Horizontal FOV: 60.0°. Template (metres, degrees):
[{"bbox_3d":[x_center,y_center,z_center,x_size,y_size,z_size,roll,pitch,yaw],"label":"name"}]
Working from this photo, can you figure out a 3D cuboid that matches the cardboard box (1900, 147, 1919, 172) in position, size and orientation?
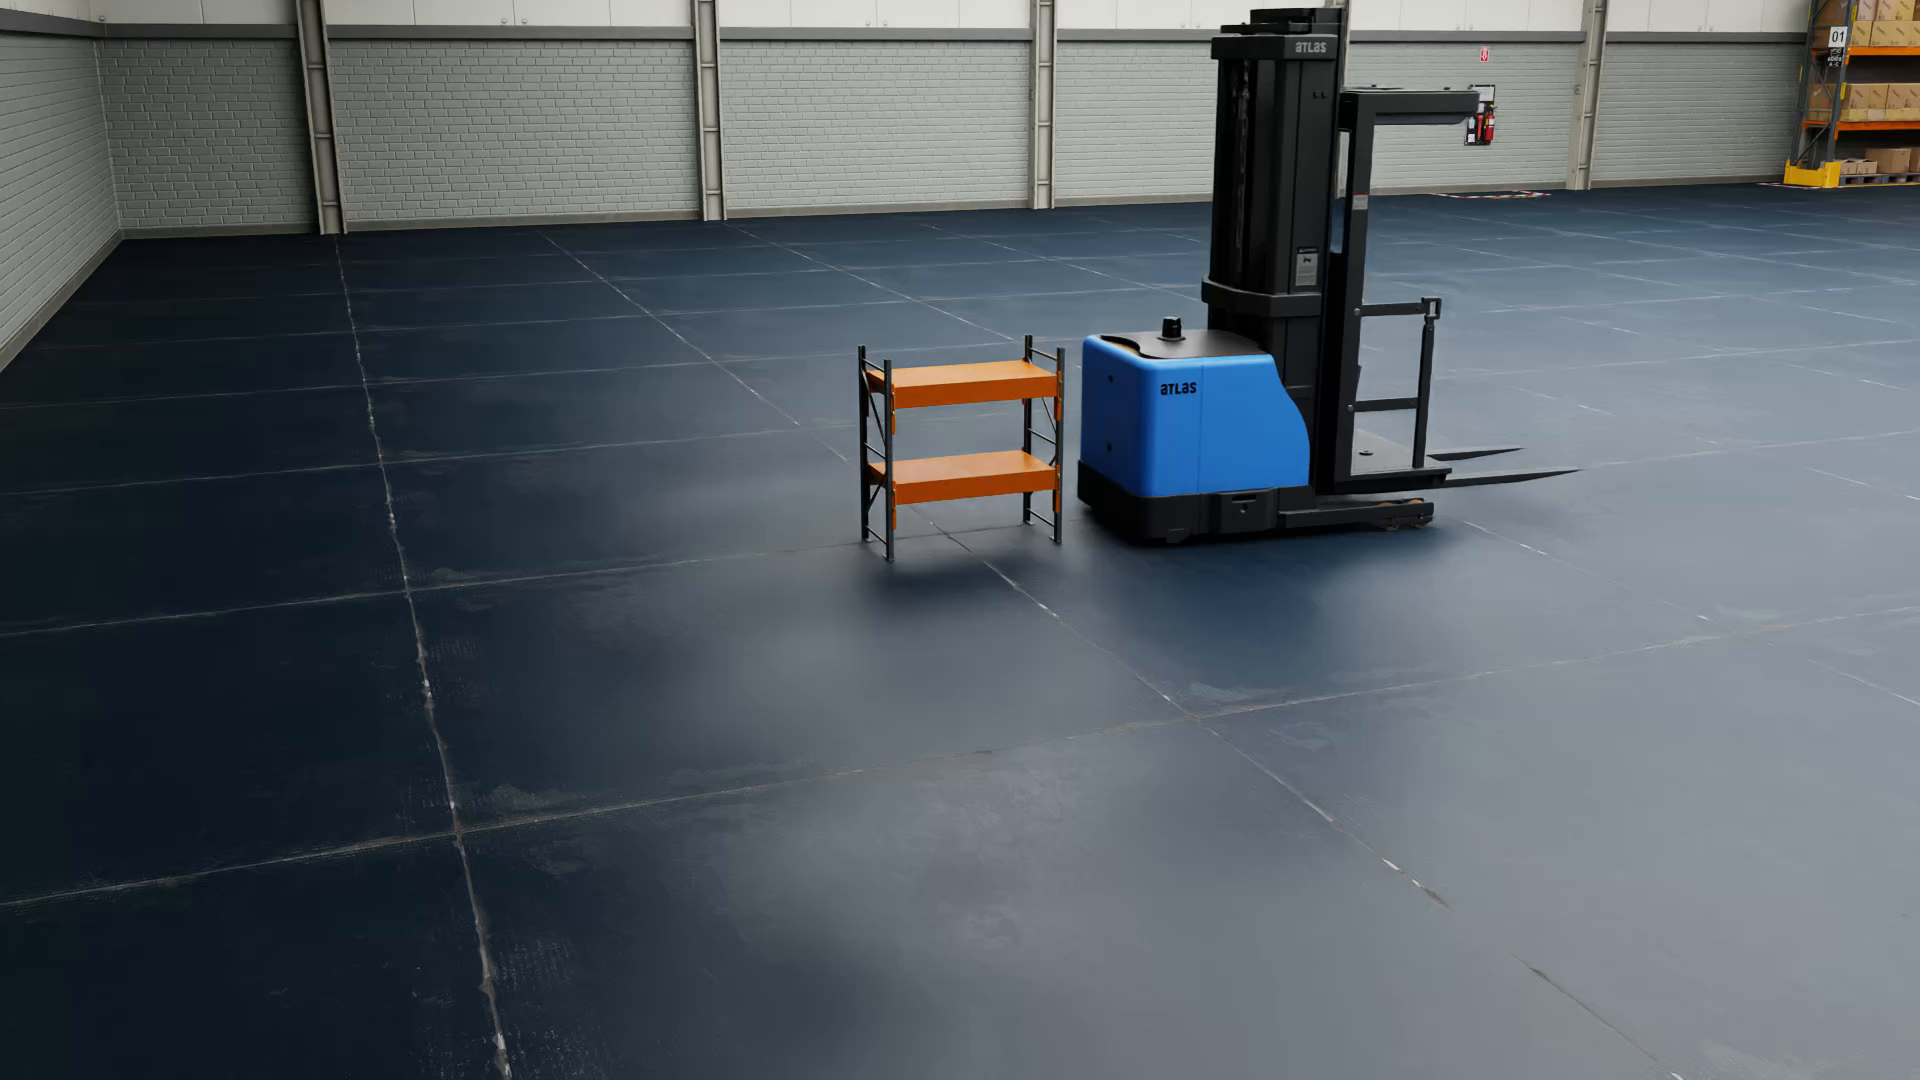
[{"bbox_3d":[20.703,-8.246,36.009,0.500,0.500,0.500,-8,18,-24],"label":"cardboard box"}]

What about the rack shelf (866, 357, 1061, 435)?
[{"bbox_3d":[0.006,-0.821,9.360,1.000,0.278,0.538,-6,17,-20],"label":"rack shelf"}]

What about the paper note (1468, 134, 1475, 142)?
[{"bbox_3d":[10.153,-7.977,33.004,0.142,0.148,0.016,-6,17,-20],"label":"paper note"}]

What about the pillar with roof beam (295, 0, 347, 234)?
[{"bbox_3d":[-8.207,-7.965,20.751,0.400,9.000,9.100,-6,17,-20],"label":"pillar with roof beam"}]

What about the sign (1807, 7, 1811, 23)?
[{"bbox_3d":[17.743,-10.958,34.694,0.005,0.325,0.100,-6,17,-20],"label":"sign"}]

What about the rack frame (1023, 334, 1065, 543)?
[{"bbox_3d":[0.481,-0.592,9.617,0.032,1.125,0.500,-6,17,-20],"label":"rack frame"}]

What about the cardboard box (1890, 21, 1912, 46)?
[{"bbox_3d":[19.322,-10.509,34.523,0.500,0.500,0.500,-5,17,-18],"label":"cardboard box"}]

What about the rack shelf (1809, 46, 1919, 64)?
[{"bbox_3d":[19.790,-10.241,35.103,4.000,0.370,1.077,-6,17,-20],"label":"rack shelf"}]

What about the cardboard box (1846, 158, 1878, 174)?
[{"bbox_3d":[19.133,-7.970,35.407,0.500,0.311,0.500,-5,17,-15],"label":"cardboard box"}]

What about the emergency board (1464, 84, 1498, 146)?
[{"bbox_3d":[10.343,-8.400,32.879,0.643,1.169,0.194,-6,17,-20],"label":"emergency board"}]

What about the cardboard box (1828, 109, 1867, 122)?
[{"bbox_3d":[18.492,-8.849,34.639,0.500,0.250,0.500,-7,18,-22],"label":"cardboard box"}]

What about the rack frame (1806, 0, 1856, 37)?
[{"bbox_3d":[17.923,-11.824,33.892,0.127,3.000,1.000,-6,17,-20],"label":"rack frame"}]

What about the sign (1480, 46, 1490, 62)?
[{"bbox_3d":[10.299,-9.537,32.639,0.199,0.298,0.001,-6,17,-20],"label":"sign"}]

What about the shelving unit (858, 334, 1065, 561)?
[{"bbox_3d":[0.006,-0.540,9.442,1.048,1.125,0.538,-6,17,-20],"label":"shelving unit"}]

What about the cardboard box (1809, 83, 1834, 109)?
[{"bbox_3d":[18.287,-9.347,35.002,0.500,0.500,0.500,-6,18,-21],"label":"cardboard box"}]

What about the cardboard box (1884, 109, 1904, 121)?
[{"bbox_3d":[19.449,-8.955,35.000,0.500,0.250,0.500,-6,18,-21],"label":"cardboard box"}]

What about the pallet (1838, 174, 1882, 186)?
[{"bbox_3d":[18.765,-7.688,35.404,1.213,0.211,1.003,-6,17,-20],"label":"pallet"}]

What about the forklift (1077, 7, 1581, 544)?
[{"bbox_3d":[2.297,-1.599,9.842,3.031,2.935,1.130,-5,17,-16],"label":"forklift"}]

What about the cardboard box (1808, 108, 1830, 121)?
[{"bbox_3d":[18.290,-8.981,35.090,0.500,0.250,0.500,-6,17,-19],"label":"cardboard box"}]

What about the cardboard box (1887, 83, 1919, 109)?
[{"bbox_3d":[19.903,-9.365,35.065,0.500,0.500,0.500,-6,17,-18],"label":"cardboard box"}]

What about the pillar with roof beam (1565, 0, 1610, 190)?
[{"bbox_3d":[14.204,-10.385,28.991,0.400,9.000,9.100,-6,17,-20],"label":"pillar with roof beam"}]

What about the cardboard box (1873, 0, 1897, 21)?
[{"bbox_3d":[18.856,-10.934,34.199,0.500,0.500,0.500,-6,18,-21],"label":"cardboard box"}]

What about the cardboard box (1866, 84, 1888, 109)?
[{"bbox_3d":[18.941,-9.259,34.706,0.500,0.500,0.500,-6,17,-20],"label":"cardboard box"}]

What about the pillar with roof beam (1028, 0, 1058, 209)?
[{"bbox_3d":[2.999,-9.175,24.871,0.400,9.000,9.100,-6,17,-20],"label":"pillar with roof beam"}]

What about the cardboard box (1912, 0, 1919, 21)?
[{"bbox_3d":[20.295,-11.090,34.729,0.500,0.500,0.500,-7,18,-22],"label":"cardboard box"}]

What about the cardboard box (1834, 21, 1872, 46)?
[{"bbox_3d":[18.324,-10.410,34.189,0.500,0.500,0.500,-6,17,-19],"label":"cardboard box"}]

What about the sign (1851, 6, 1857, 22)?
[{"bbox_3d":[18.117,-10.662,33.706,0.005,0.325,0.100,-6,17,-20],"label":"sign"}]
